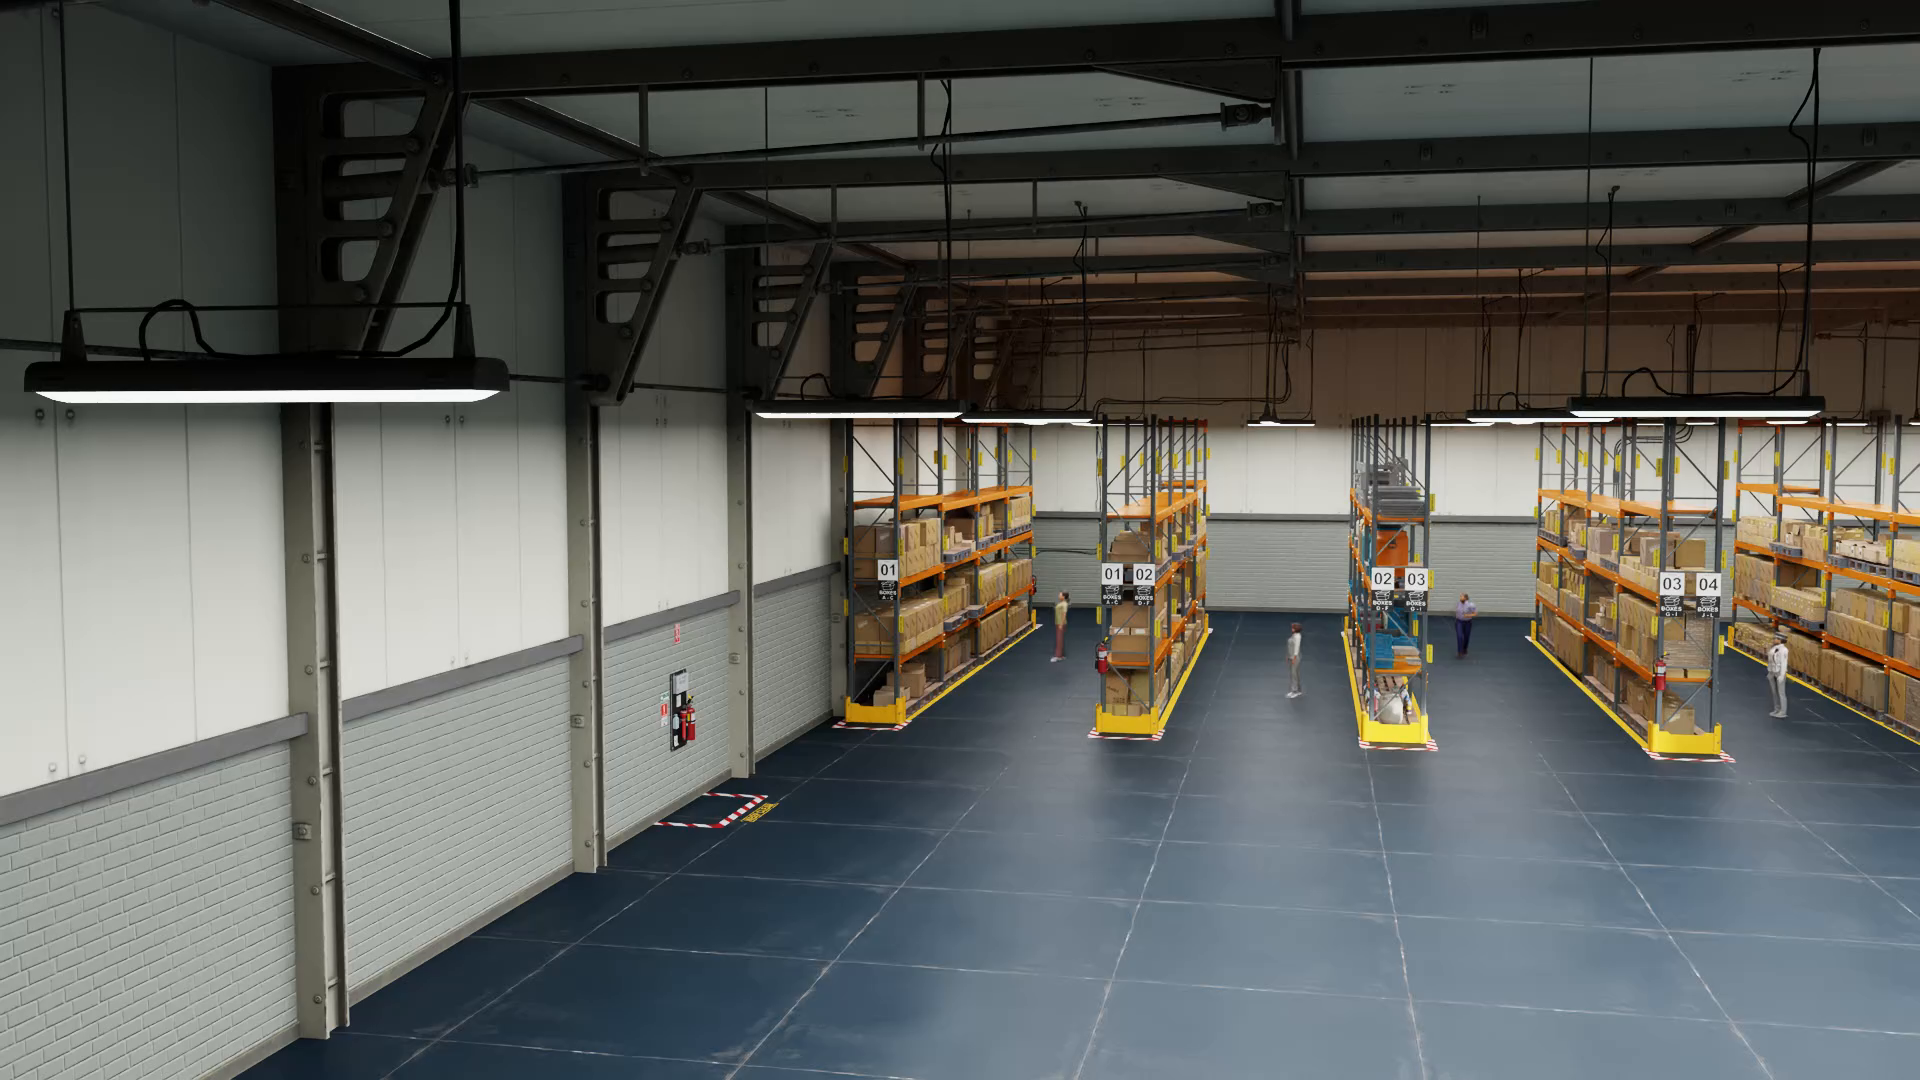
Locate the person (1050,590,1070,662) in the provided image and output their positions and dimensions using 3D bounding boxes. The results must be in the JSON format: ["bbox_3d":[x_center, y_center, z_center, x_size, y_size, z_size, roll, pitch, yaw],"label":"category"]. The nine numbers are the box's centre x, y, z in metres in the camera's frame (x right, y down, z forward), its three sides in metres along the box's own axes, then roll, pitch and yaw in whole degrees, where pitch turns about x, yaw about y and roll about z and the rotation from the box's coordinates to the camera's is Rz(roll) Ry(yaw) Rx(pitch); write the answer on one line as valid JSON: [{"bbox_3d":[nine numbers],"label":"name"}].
[{"bbox_3d":[2.327,2.020,39.358,0.567,1.664,0.456,-1,4,-20],"label":"person"}]

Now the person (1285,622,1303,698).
[{"bbox_3d":[7.153,2.563,35.635,0.486,1.616,0.419,-1,4,-14],"label":"person"}]

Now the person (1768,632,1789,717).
[{"bbox_3d":[16.304,2.679,33.188,0.469,1.698,0.549,-1,4,-16],"label":"person"}]

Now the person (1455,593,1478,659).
[{"bbox_3d":[12.653,2.115,41.584,0.533,1.603,1.028,1,4,14],"label":"person"}]
